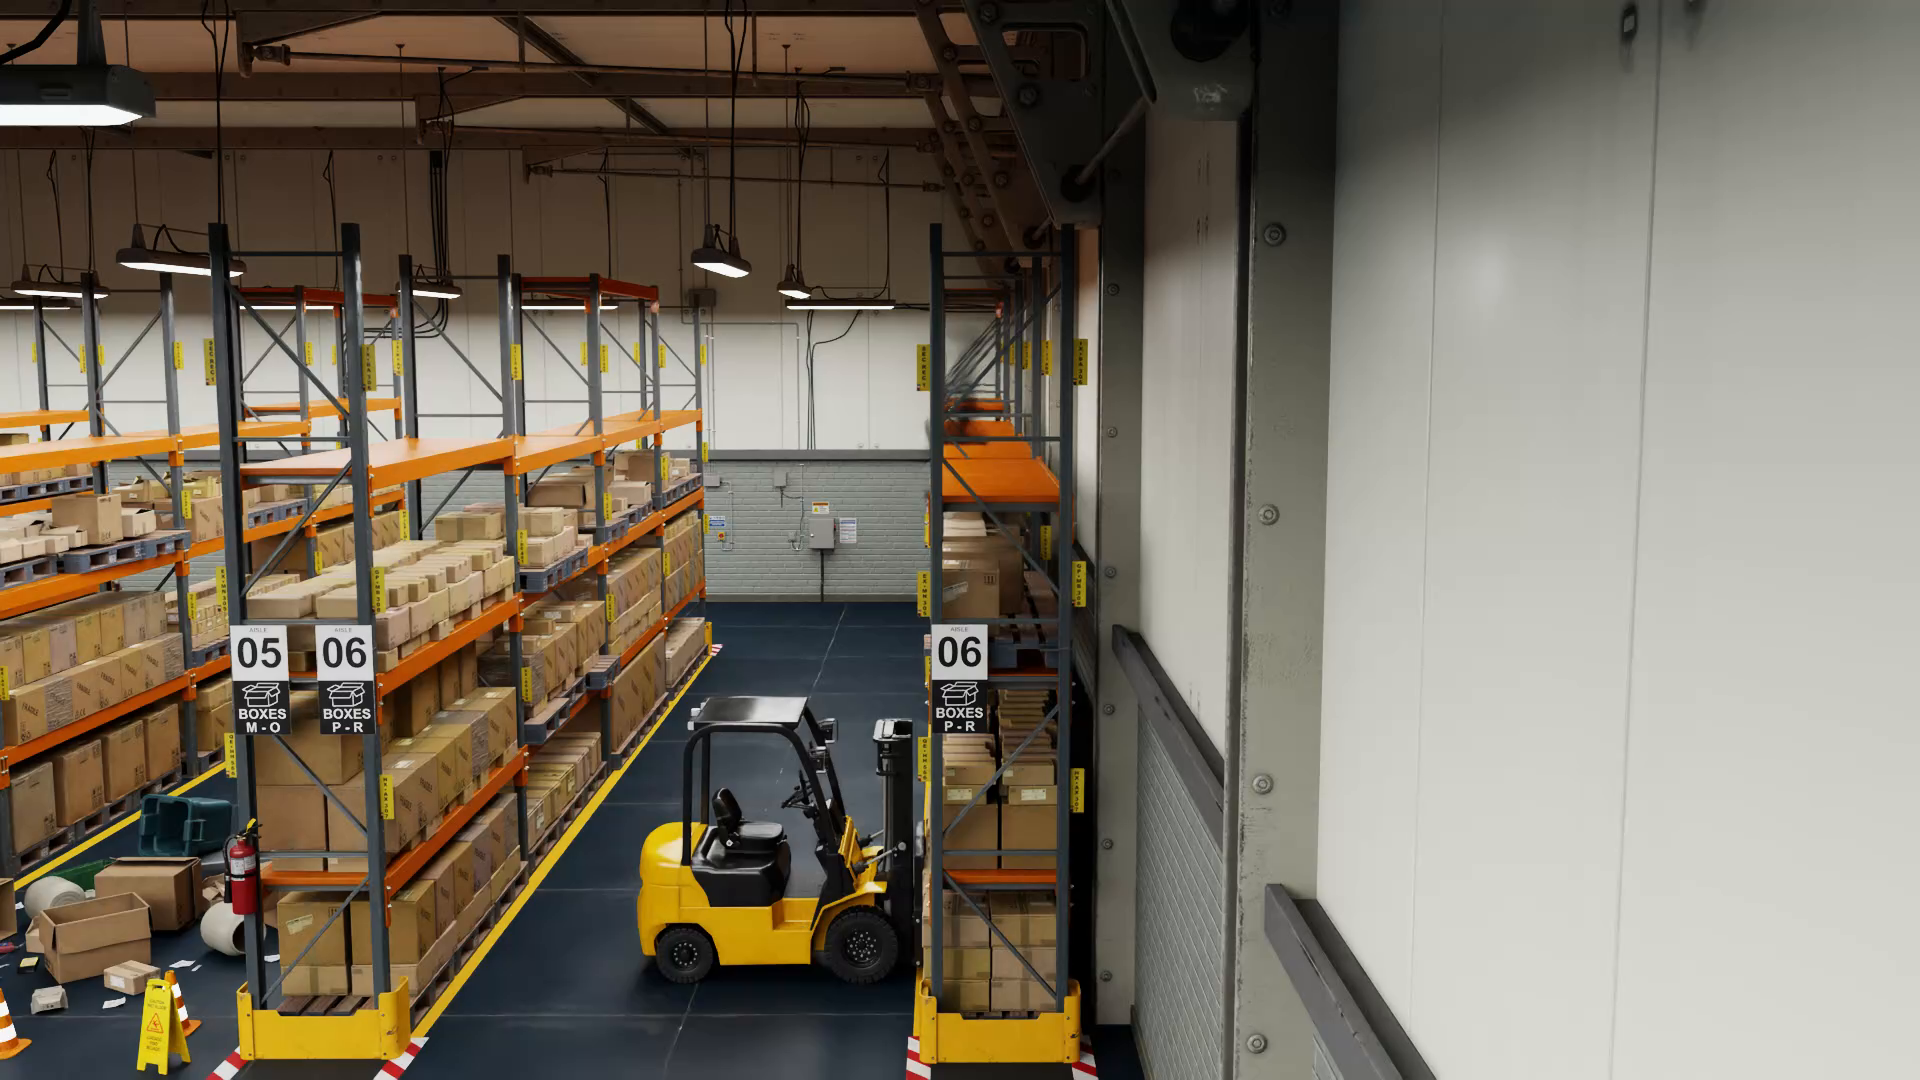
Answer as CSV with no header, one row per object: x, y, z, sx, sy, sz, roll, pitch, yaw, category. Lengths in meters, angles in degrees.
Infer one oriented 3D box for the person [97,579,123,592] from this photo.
-14.792,0.964,28.820,0.787,1.762,0.692,0,7,4,person
